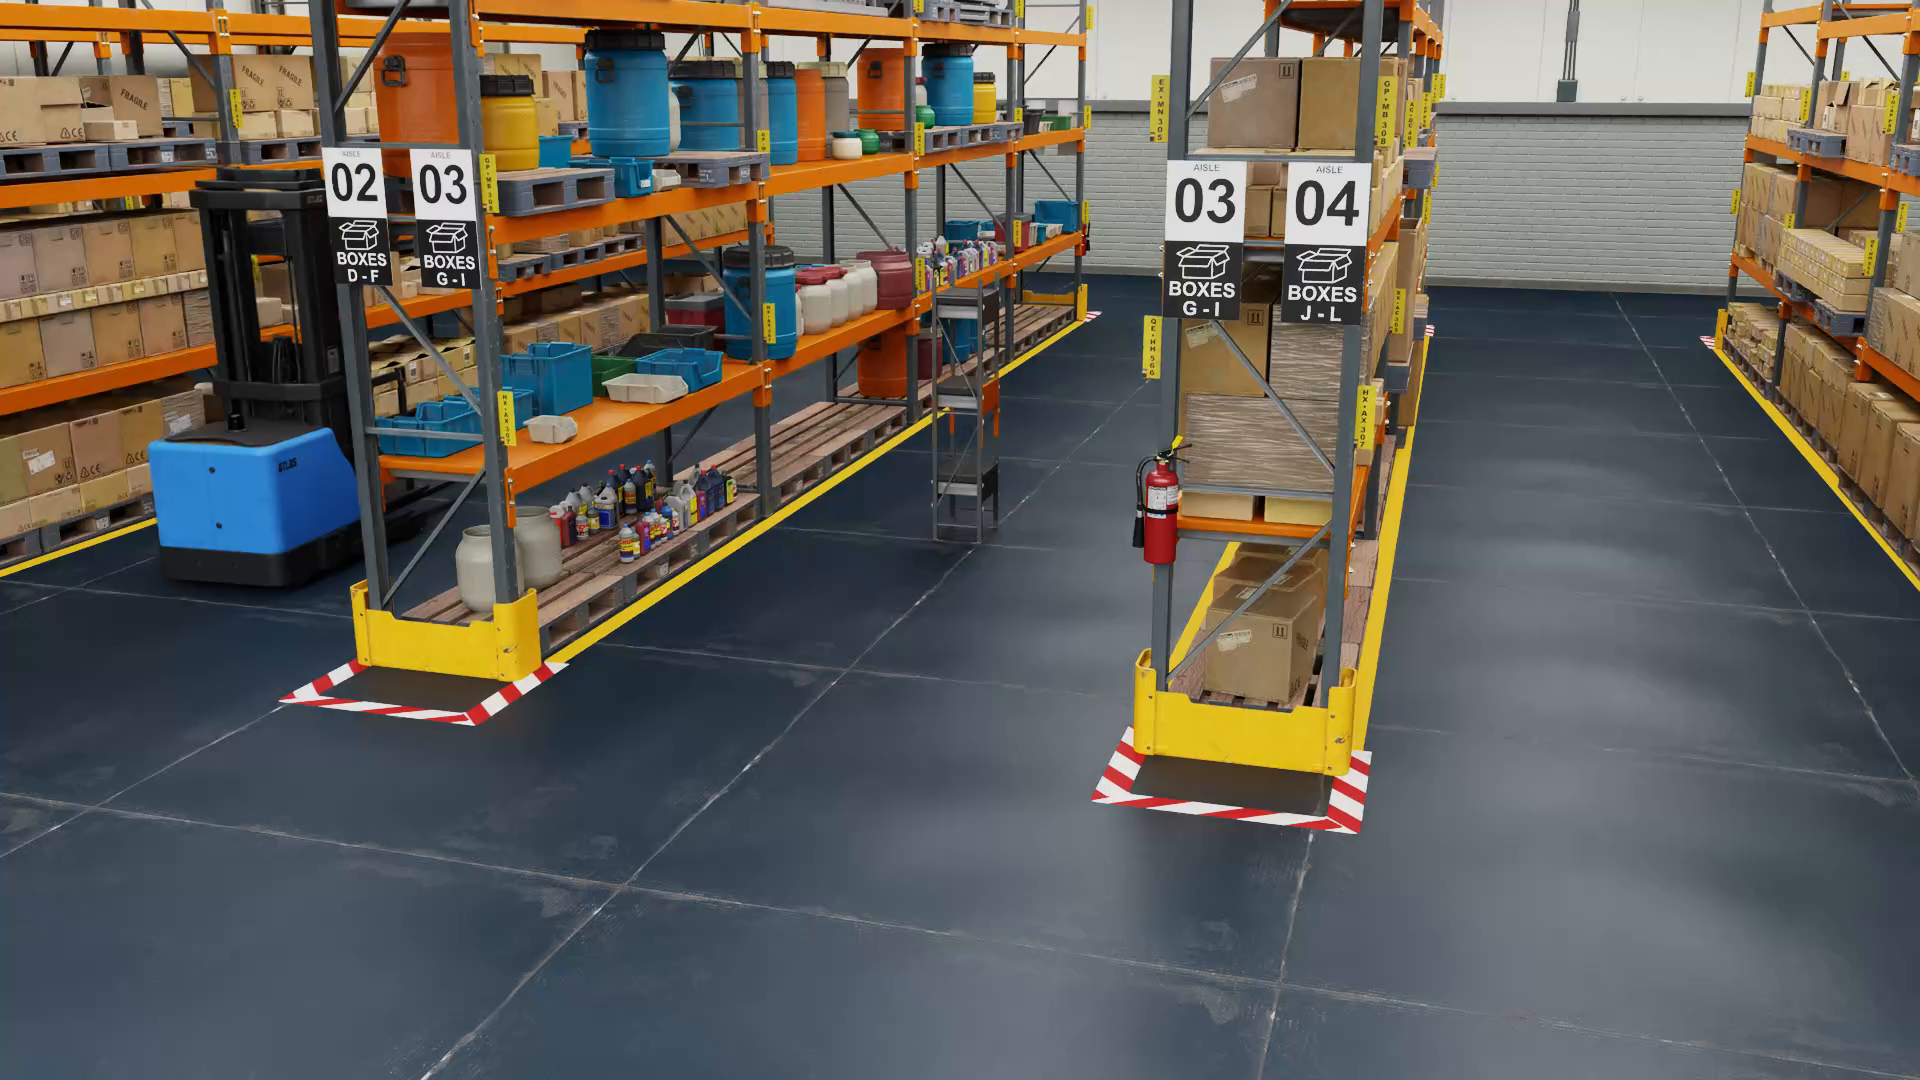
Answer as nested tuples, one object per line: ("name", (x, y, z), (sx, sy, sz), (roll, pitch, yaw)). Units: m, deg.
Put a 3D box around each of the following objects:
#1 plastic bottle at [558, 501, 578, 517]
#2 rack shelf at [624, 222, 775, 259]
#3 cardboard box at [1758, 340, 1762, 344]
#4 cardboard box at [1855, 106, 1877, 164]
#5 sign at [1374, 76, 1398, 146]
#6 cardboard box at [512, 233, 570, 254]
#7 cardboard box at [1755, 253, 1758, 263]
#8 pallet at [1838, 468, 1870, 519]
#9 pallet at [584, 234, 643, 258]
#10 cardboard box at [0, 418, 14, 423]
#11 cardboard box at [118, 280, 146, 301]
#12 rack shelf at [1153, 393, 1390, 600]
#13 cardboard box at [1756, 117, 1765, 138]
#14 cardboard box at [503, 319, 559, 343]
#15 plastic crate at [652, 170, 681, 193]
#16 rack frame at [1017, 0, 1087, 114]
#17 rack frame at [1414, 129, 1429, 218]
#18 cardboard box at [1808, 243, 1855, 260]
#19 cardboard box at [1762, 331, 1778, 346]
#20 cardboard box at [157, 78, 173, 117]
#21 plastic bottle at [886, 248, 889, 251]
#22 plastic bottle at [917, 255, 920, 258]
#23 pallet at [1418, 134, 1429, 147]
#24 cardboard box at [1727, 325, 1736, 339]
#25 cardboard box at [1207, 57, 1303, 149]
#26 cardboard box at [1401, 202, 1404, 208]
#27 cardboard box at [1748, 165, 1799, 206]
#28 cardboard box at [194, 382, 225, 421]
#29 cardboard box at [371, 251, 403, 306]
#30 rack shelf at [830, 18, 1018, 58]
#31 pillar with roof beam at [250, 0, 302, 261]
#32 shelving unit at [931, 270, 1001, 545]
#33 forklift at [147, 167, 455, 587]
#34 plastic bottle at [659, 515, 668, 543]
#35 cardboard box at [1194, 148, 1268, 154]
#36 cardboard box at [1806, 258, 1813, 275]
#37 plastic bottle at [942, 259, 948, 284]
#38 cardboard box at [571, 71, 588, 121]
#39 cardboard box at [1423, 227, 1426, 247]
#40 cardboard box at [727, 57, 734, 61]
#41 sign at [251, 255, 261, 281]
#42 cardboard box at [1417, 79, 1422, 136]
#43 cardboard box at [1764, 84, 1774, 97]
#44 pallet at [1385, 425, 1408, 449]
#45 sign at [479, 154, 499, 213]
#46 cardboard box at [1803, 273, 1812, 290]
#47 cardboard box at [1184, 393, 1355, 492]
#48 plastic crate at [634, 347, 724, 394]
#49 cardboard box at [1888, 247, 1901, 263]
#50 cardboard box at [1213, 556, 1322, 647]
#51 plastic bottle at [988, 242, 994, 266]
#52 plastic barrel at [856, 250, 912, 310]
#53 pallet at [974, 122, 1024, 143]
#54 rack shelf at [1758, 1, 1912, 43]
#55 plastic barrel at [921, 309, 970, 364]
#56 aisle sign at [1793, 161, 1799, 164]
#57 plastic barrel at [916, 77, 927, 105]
("plastic bottle", (-2.977, -0.148, 12.540), (0.152, 0.276, 0.135), (4, 16, 14))
("rack shelf", (-3.985, -4.334, 24.431), (1.077, 0.370, 4.000), (5, 16, 16))
("cardboard box", (9.798, -2.327, 19.945), (0.380, 0.149, 0.250), (5, 17, 17))
("cardboard box", (8.582, -3.722, 15.275), (0.500, 0.500, 0.500), (5, 16, 16))
("sign", (2.053, -2.070, 8.030), (0.100, 0.325, 0.005), (5, 16, 16))
("cardboard box", (-5.176, -3.758, 20.130), (0.700, 0.500, 0.500), (8, 18, 26))
("cardboard box", (10.100, -3.497, 20.622), (0.380, 0.149, 0.250), (4, 16, 15))
("pallet", (8.237, -0.388, 14.311), (1.003, 0.211, 1.213), (5, 16, 16))
("pallet", (-4.885, -3.864, 21.807), (1.003, 0.211, 1.213), (5, 16, 16))
("cardboard box", (-7.826, -0.683, 13.137), (0.500, 0.500, 0.500), (5, 16, 16))
("cardboard box", (-6.990, -2.070, 13.759), (0.380, 0.149, 0.250), (5, 16, 16))
("rack shelf", (2.101, -0.425, 10.650), (1.077, 0.370, 4.000), (5, 16, 16))
("cardboard box", (10.280, -5.159, 20.799), (0.500, 0.250, 0.500), (5, 17, 18))
("cardboard box", (-5.143, -2.354, 19.905), (0.500, 0.500, 0.500), (4, 16, 14))
("plastic crate", (-2.147, -2.544, 11.787), (0.243, 0.136, 0.396), (5, 16, 16))
("rack frame", (1.331, -7.704, 24.001), (1.000, 3.000, 0.127), (5, 16, 16))
("rack frame", (4.943, -3.388, 19.776), (1.000, 3.000, 0.127), (5, 16, 16))
("cardboard box", (8.677, -2.867, 16.542), (0.380, 0.149, 0.250), (5, 17, 18))
("cardboard box", (9.620, -2.342, 19.455), (0.380, 0.149, 0.250), (4, 16, 15))
("cardboard box", (-10.258, -5.470, 20.632), (0.700, 0.500, 0.500), (4, 16, 13))
("plastic bottle", (-0.826, -3.178, 19.127), (0.144, 0.351, 0.185), (5, 16, 16))
("plastic bottle", (-0.506, -3.277, 19.749), (0.097, 0.201, 0.097), (0, 16, 0))
("pallet", (3.939, -3.866, 16.311), (1.213, 0.211, 1.003), (5, 17, 18))
("cardboard box", (10.351, -2.741, 21.952), (0.380, 0.149, 0.250), (5, 17, 17))
("cardboard box", (1.731, -2.548, 9.674), (0.500, 0.500, 0.500), (5, 16, 16))
("cardboard box", (4.218, -3.232, 17.206), (0.797, 0.503, 0.637), (5, 17, 17))
("cardboard box", (10.287, -4.466, 21.017), (0.500, 0.500, 0.500), (5, 17, 17))
("cardboard box", (-6.987, -1.341, 15.802), (0.500, 0.311, 0.500), (5, 16, 16))
("cardboard box", (-6.151, -2.718, 17.232), (0.500, 0.500, 0.500), (4, 16, 13))
("rack shelf", (-0.374, -5.596, 18.619), (1.077, 0.370, 4.000), (5, 16, 16))
("pillar with roof beam", (-5.807, -7.343, 22.725), (9.100, 9.000, 0.400), (5, 16, 16))
("shelving unit", (0.047, -1.053, 13.196), (0.431, 2.100, 0.503), (5, 16, 16))
("forklift", (-4.987, -1.435, 13.017), (1.130, 2.935, 3.031), (4, 16, 13))
("plastic bottle", (-2.248, -0.090, 12.470), (0.097, 0.201, 0.097), (0, 16, 0))
("cardboard box", (1.520, -2.114, 9.334), (0.380, 0.149, 0.250), (5, 17, 16))
("cardboard box", (8.675, -2.724, 16.582), (0.380, 0.149, 0.250), (4, 16, 15))
("plastic bottle", (-0.187, -3.021, 18.721), (0.097, 0.271, 0.097), (0, 16, 0))
("cardboard box", (-4.935, -5.595, 20.927), (0.600, 0.600, 0.600), (4, 16, 15))
("cardboard box", (5.616, -3.827, 21.054), (0.500, 0.250, 0.500), (5, 17, 17))
("cardboard box", (-3.770, -6.916, 24.701), (0.700, 0.500, 0.500), (5, 16, 16))
("sign", (-6.294, -2.476, 14.829), (0.100, 0.325, 0.005), (5, 16, 16))
("cardboard box", (3.776, -3.794, 14.611), (0.500, 0.500, 0.500), (5, 16, 16))
("cardboard box", (10.190, -5.565, 20.584), (0.380, 0.149, 0.250), (5, 17, 17))
("pallet", (4.103, -1.200, 17.173), (1.003, 0.211, 1.213), (5, 16, 16))
("sign", (-2.689, -2.036, 9.496), (0.100, 0.325, 0.005), (5, 16, 16))
("cardboard box", (8.677, -2.583, 16.629), (0.380, 0.149, 0.250), (4, 16, 13))
("cardboard box", (1.716, -0.581, 9.153), (0.875, 0.500, 0.500), (5, 16, 16))
("plastic crate", (-2.133, -1.297, 12.676), (0.499, 0.251, 0.616), (5, 16, 16))
("cardboard box", (9.222, -2.747, 16.119), (0.380, 0.149, 0.250), (5, 17, 18))
("cardboard box", (1.864, 0.431, 10.123), (0.500, 0.500, 0.500), (10, 18, 30))
("plastic bottle", (0.371, -3.523, 20.468), (0.061, 0.283, 0.133), (5, 16, 16))
("plastic barrel", (-0.784, -2.646, 16.911), (0.600, 0.536, 0.708), (5, 16, 16))
("pallet", (0.065, -4.911, 19.997), (1.213, 0.211, 1.003), (5, 16, 16))
("rack shelf", (10.238, -6.038, 19.451), (1.077, 0.370, 4.000), (5, 16, 16))
("plastic barrel", (-0.178, -2.638, 20.209), (0.600, 0.901, 0.708), (5, 16, 16))
("aisle sign", (11.115, -5.270, 21.647), (0.394, 0.787, 0.004), (5, 16, 16))
("plastic barrel", (-0.583, -4.911, 18.632), (0.433, 0.535, 0.433), (0, 16, 0))
